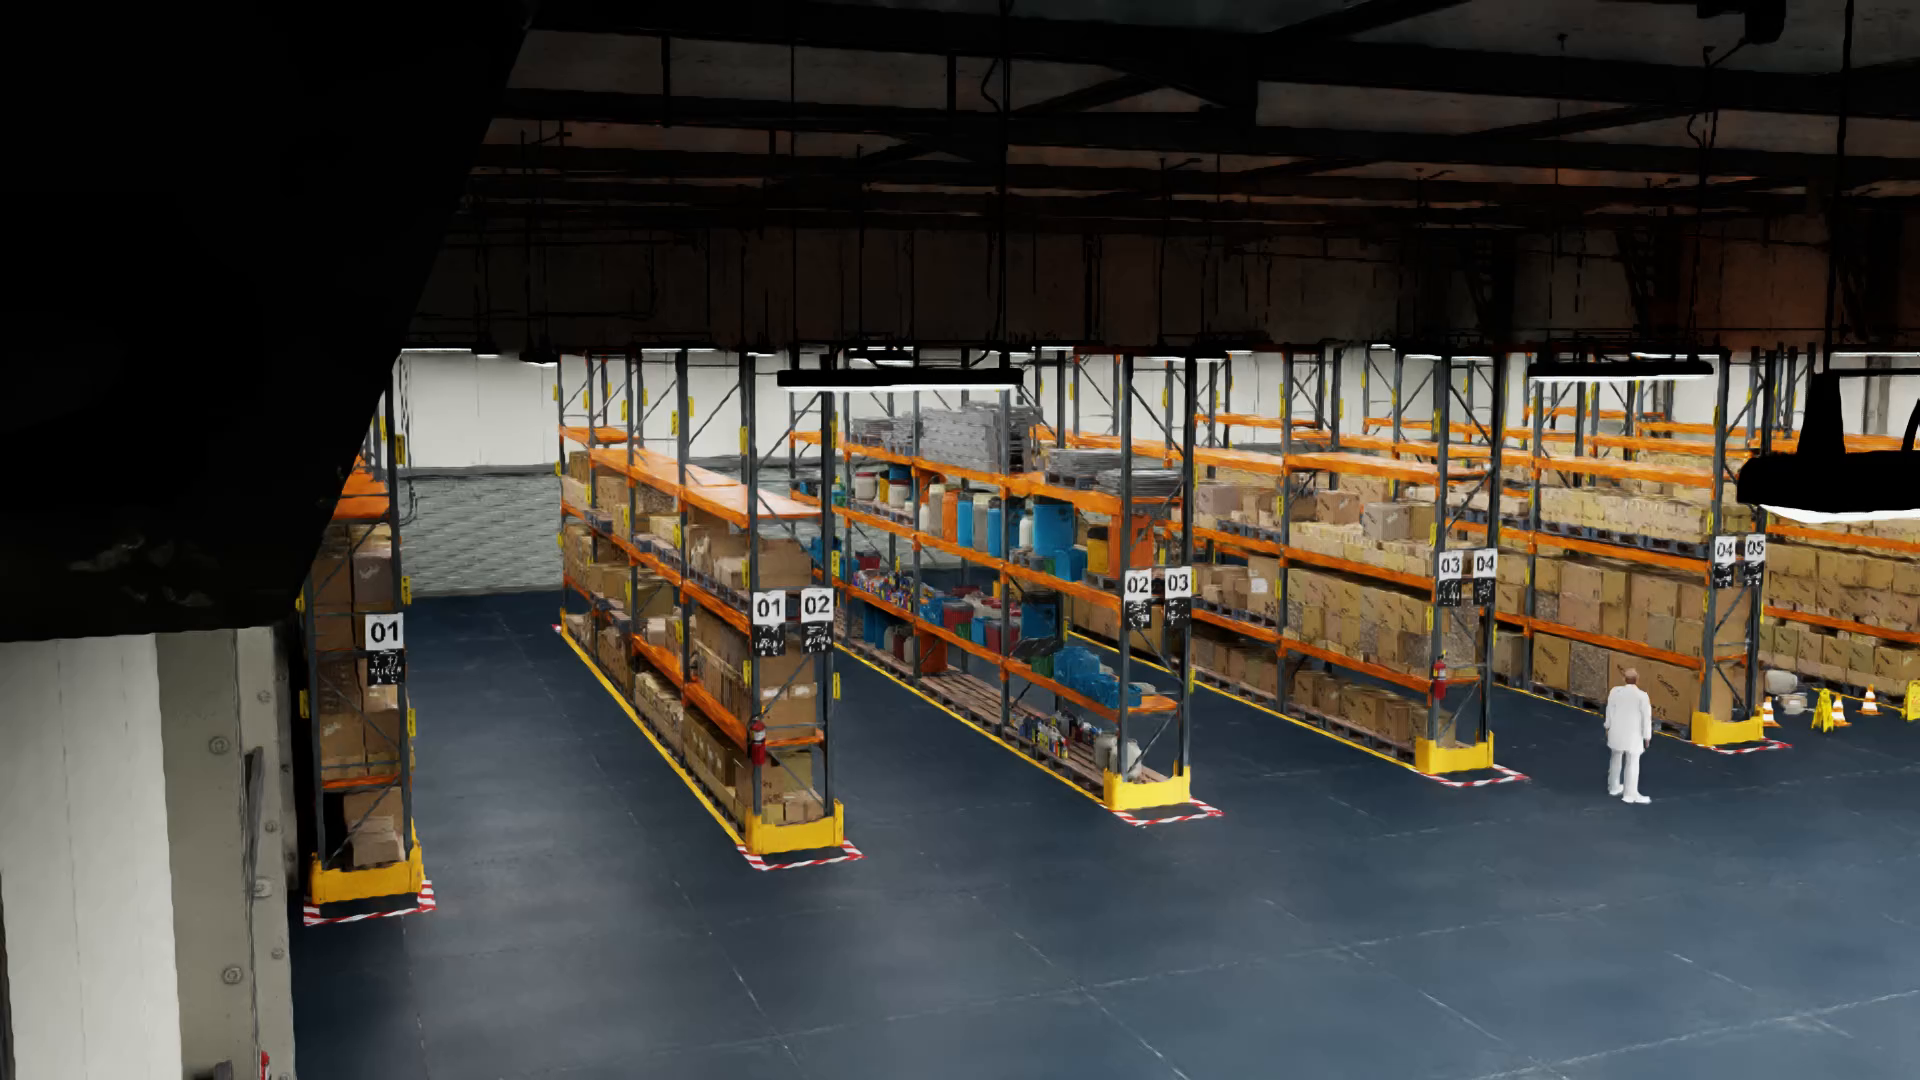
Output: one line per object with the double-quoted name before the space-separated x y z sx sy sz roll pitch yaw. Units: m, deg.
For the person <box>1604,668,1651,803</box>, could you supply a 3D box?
"person" 8.998 2.594 22.372 0.522 1.790 0.652 -7 10 -43
